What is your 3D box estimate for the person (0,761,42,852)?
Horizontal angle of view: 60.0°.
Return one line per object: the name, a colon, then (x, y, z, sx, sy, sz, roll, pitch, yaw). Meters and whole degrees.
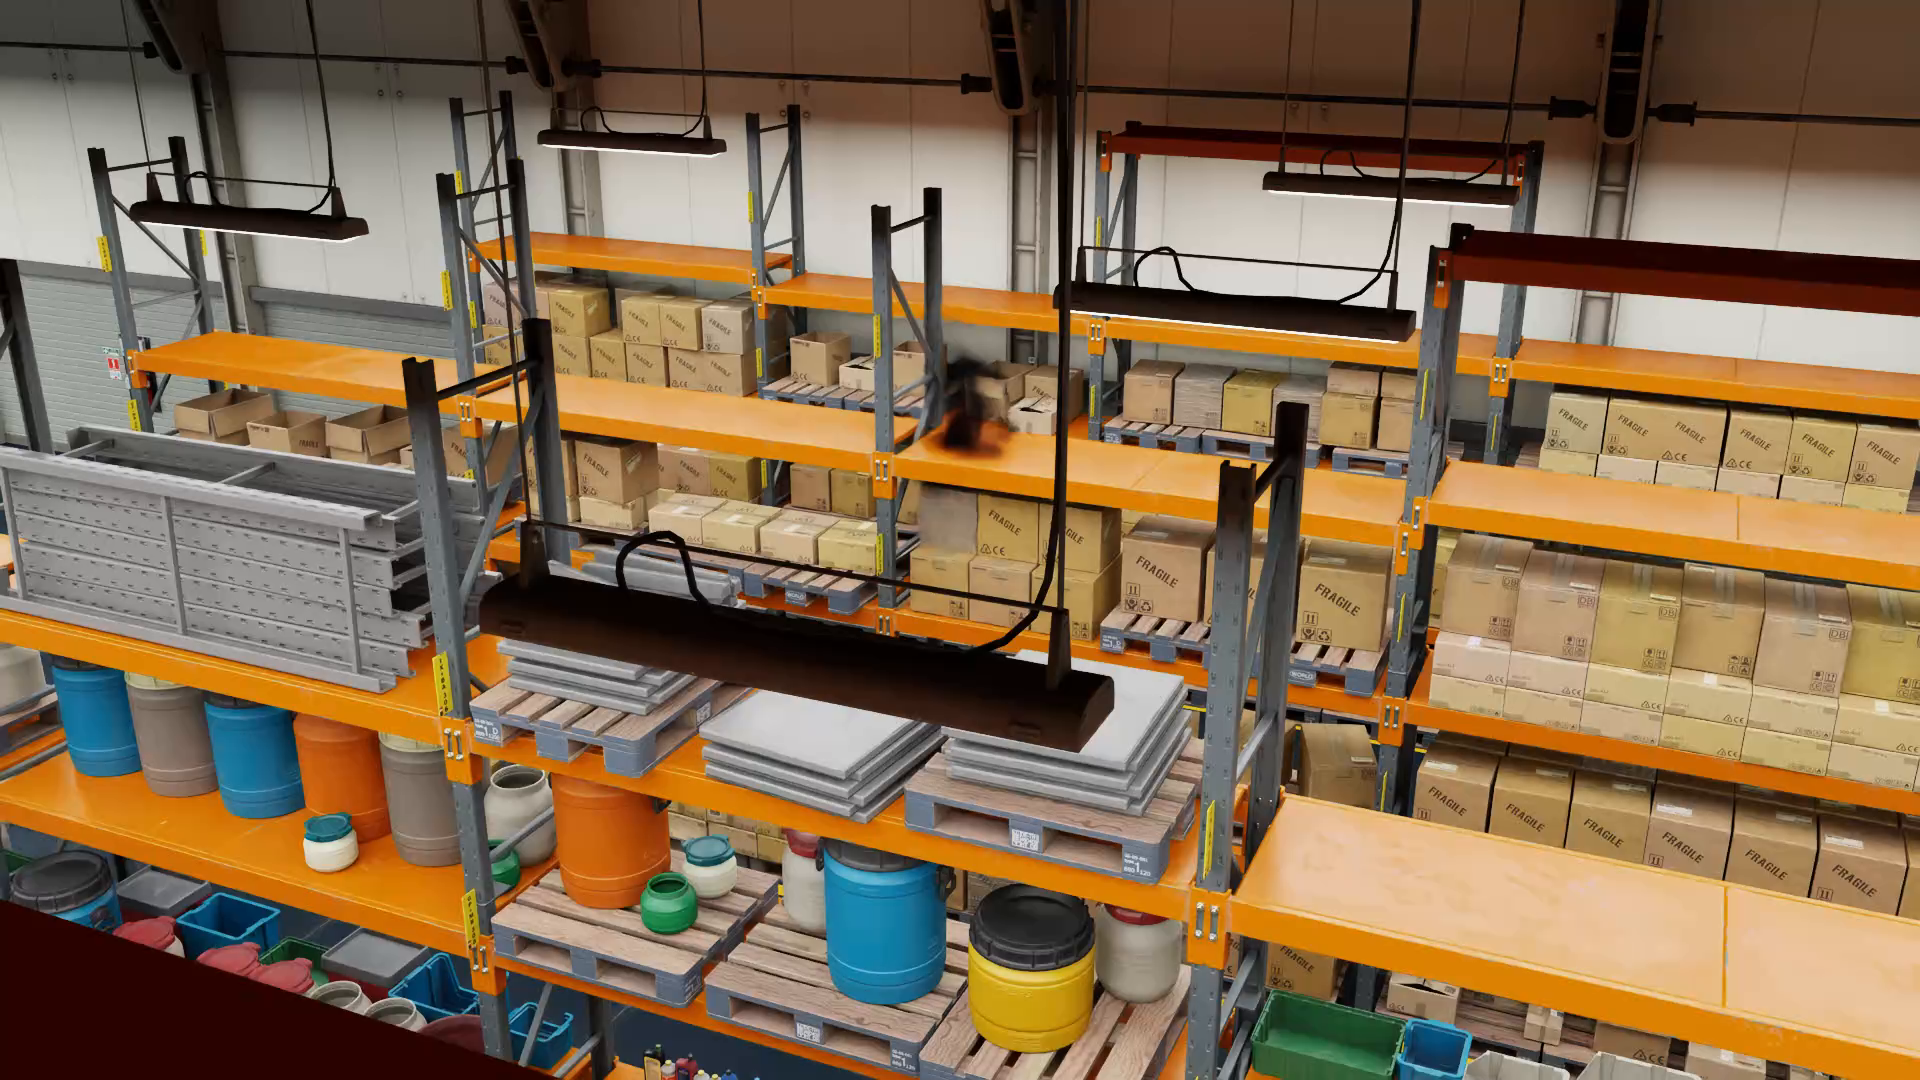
person: (-8.114, 2.321, 13.969, 0.788, 1.812, 0.699, 5, 21, 14)
